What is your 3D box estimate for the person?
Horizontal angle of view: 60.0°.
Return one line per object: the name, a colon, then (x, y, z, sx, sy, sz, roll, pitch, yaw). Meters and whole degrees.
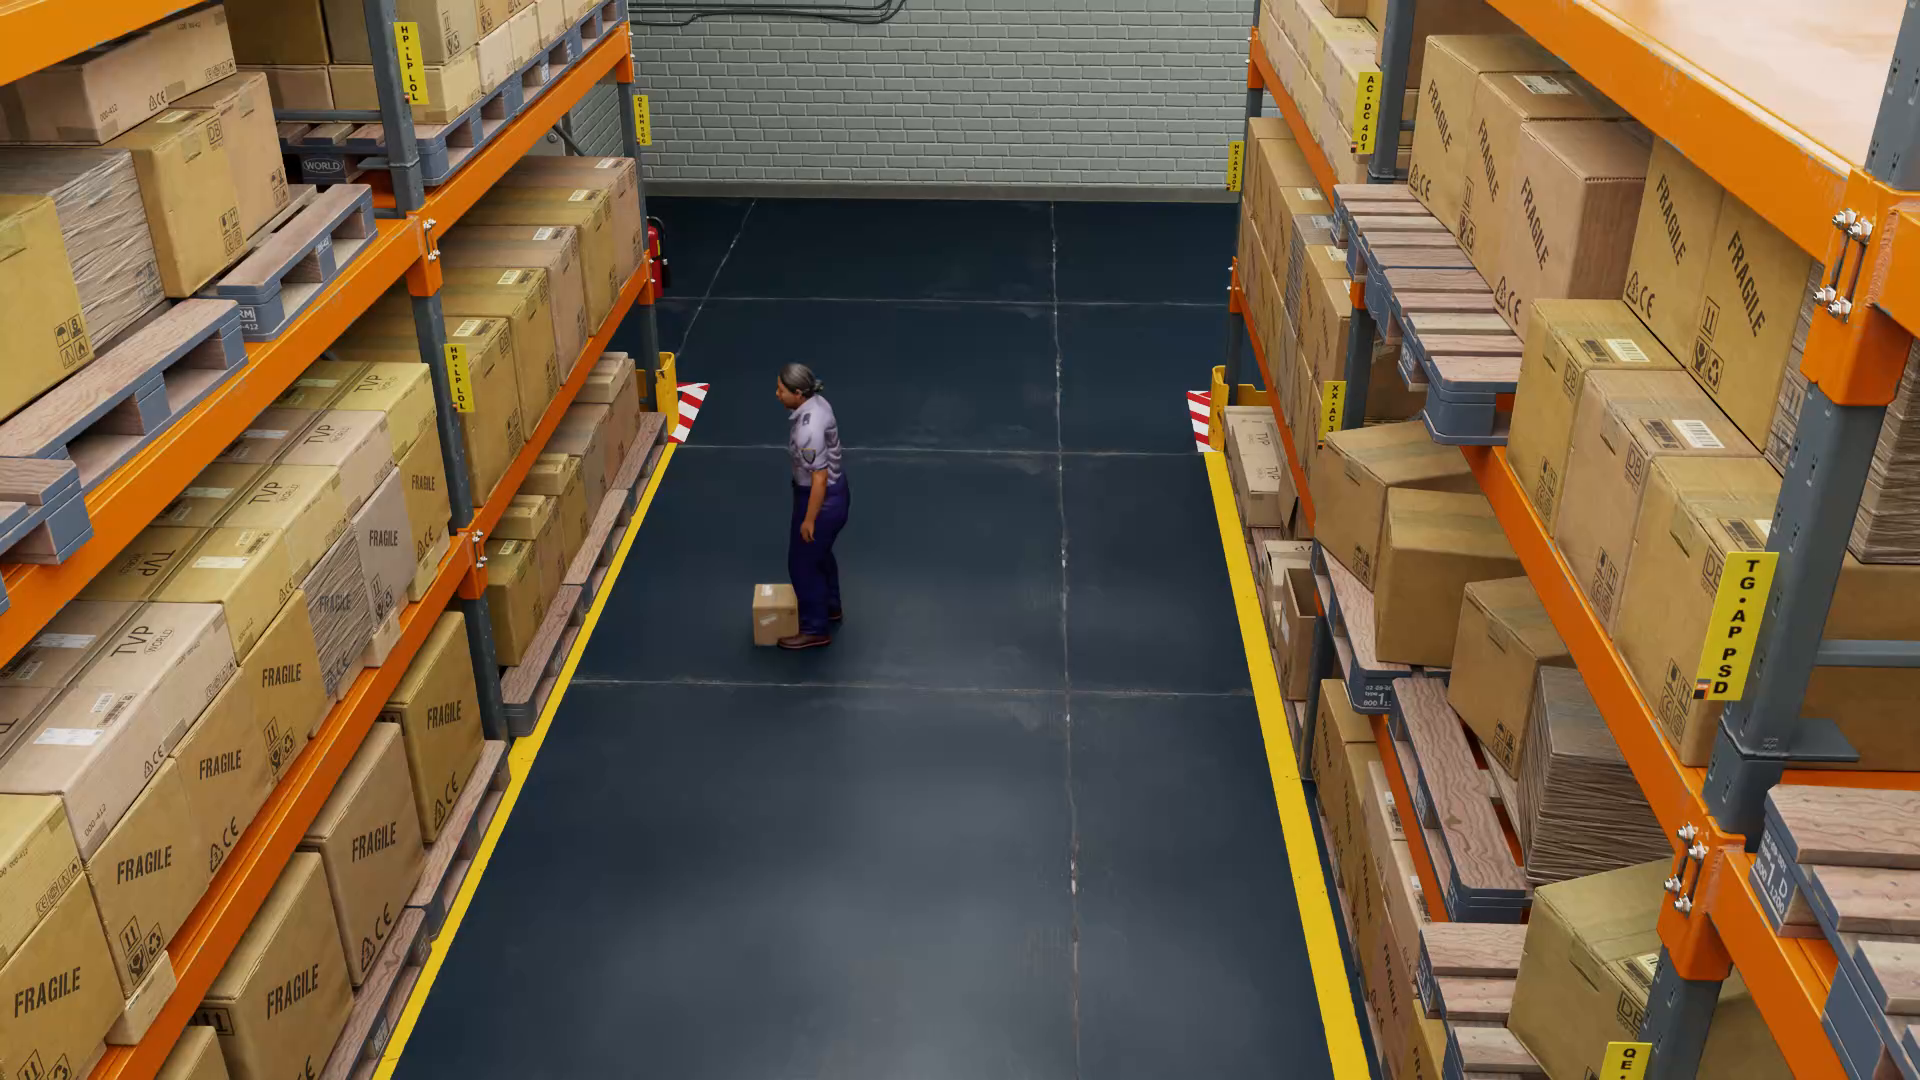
person: (-0.812, -0.194, 9.010, 0.424, 1.636, 0.546, 0, 28, 0)
